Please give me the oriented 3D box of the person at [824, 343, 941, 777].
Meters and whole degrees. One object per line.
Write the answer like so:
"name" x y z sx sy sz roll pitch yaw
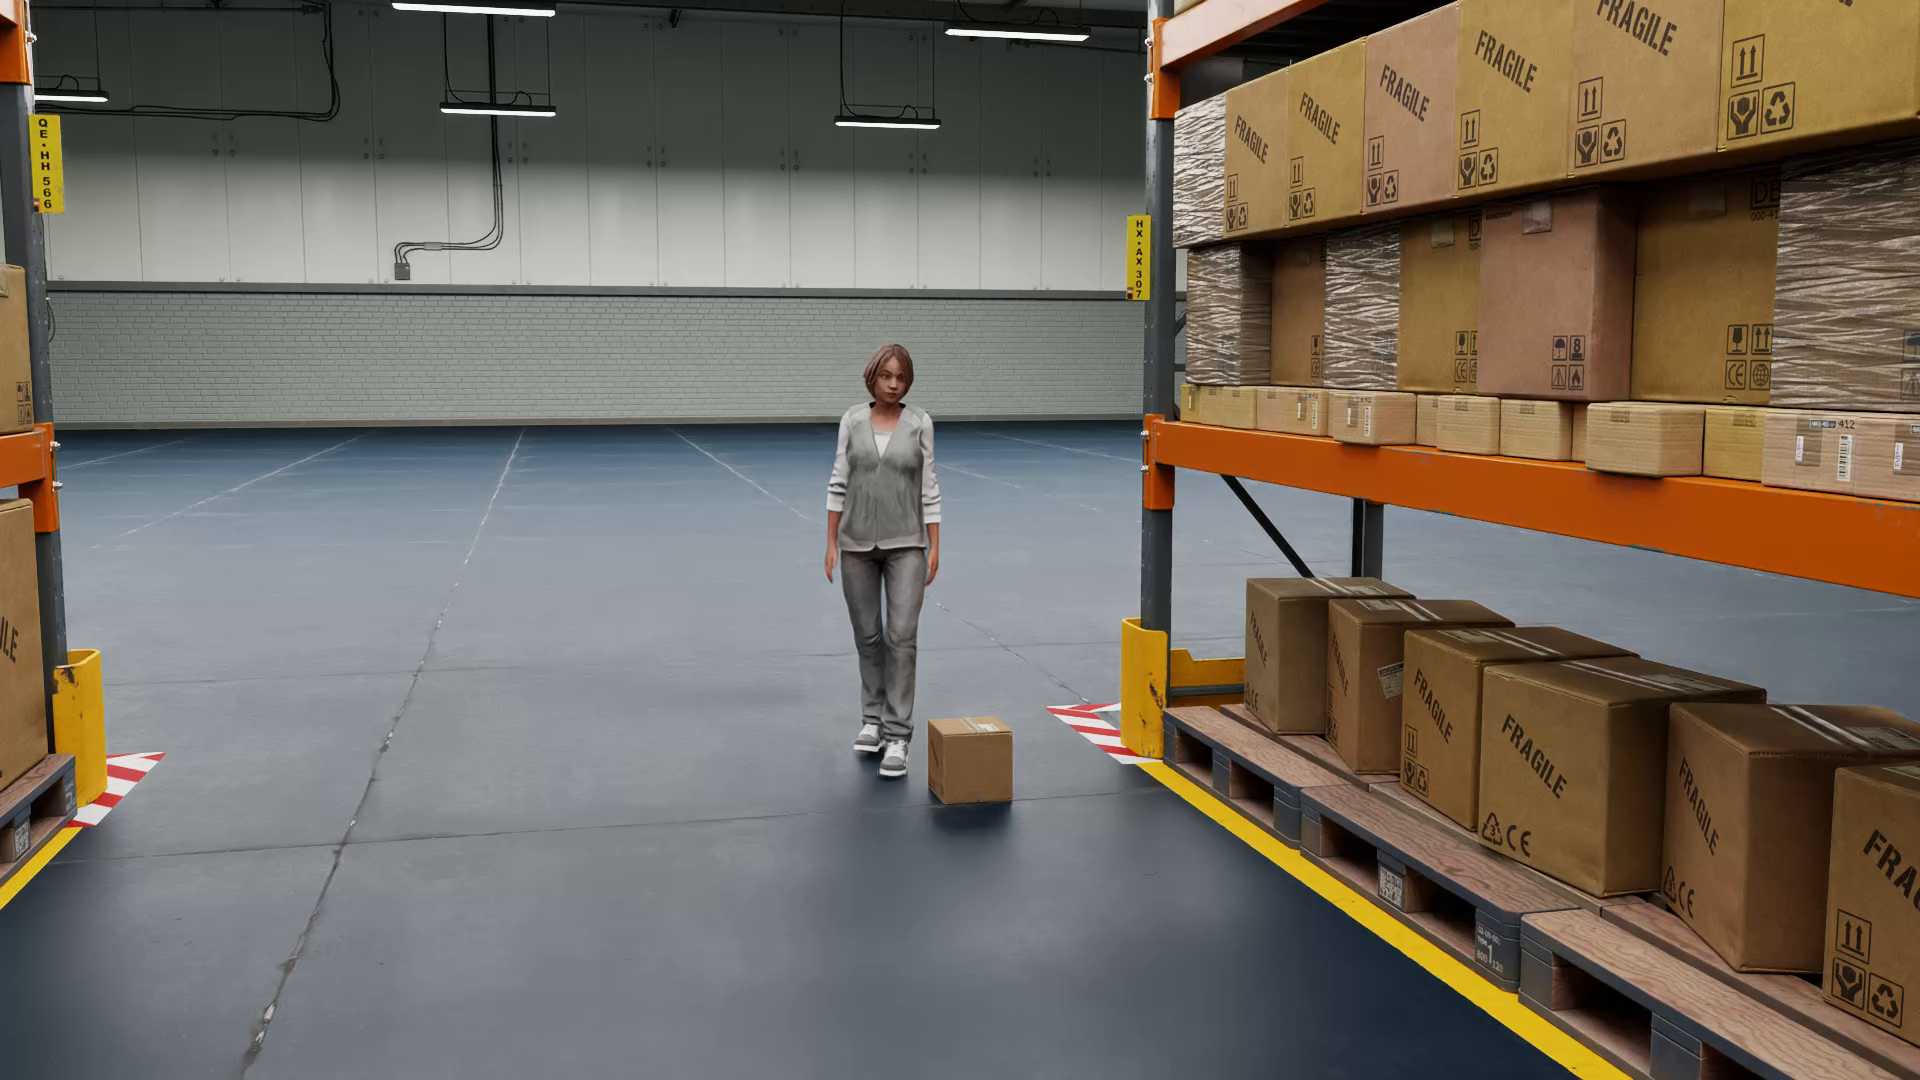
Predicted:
"person" -0.312 0.054 6.315 0.449 1.592 0.619 1 6 7
